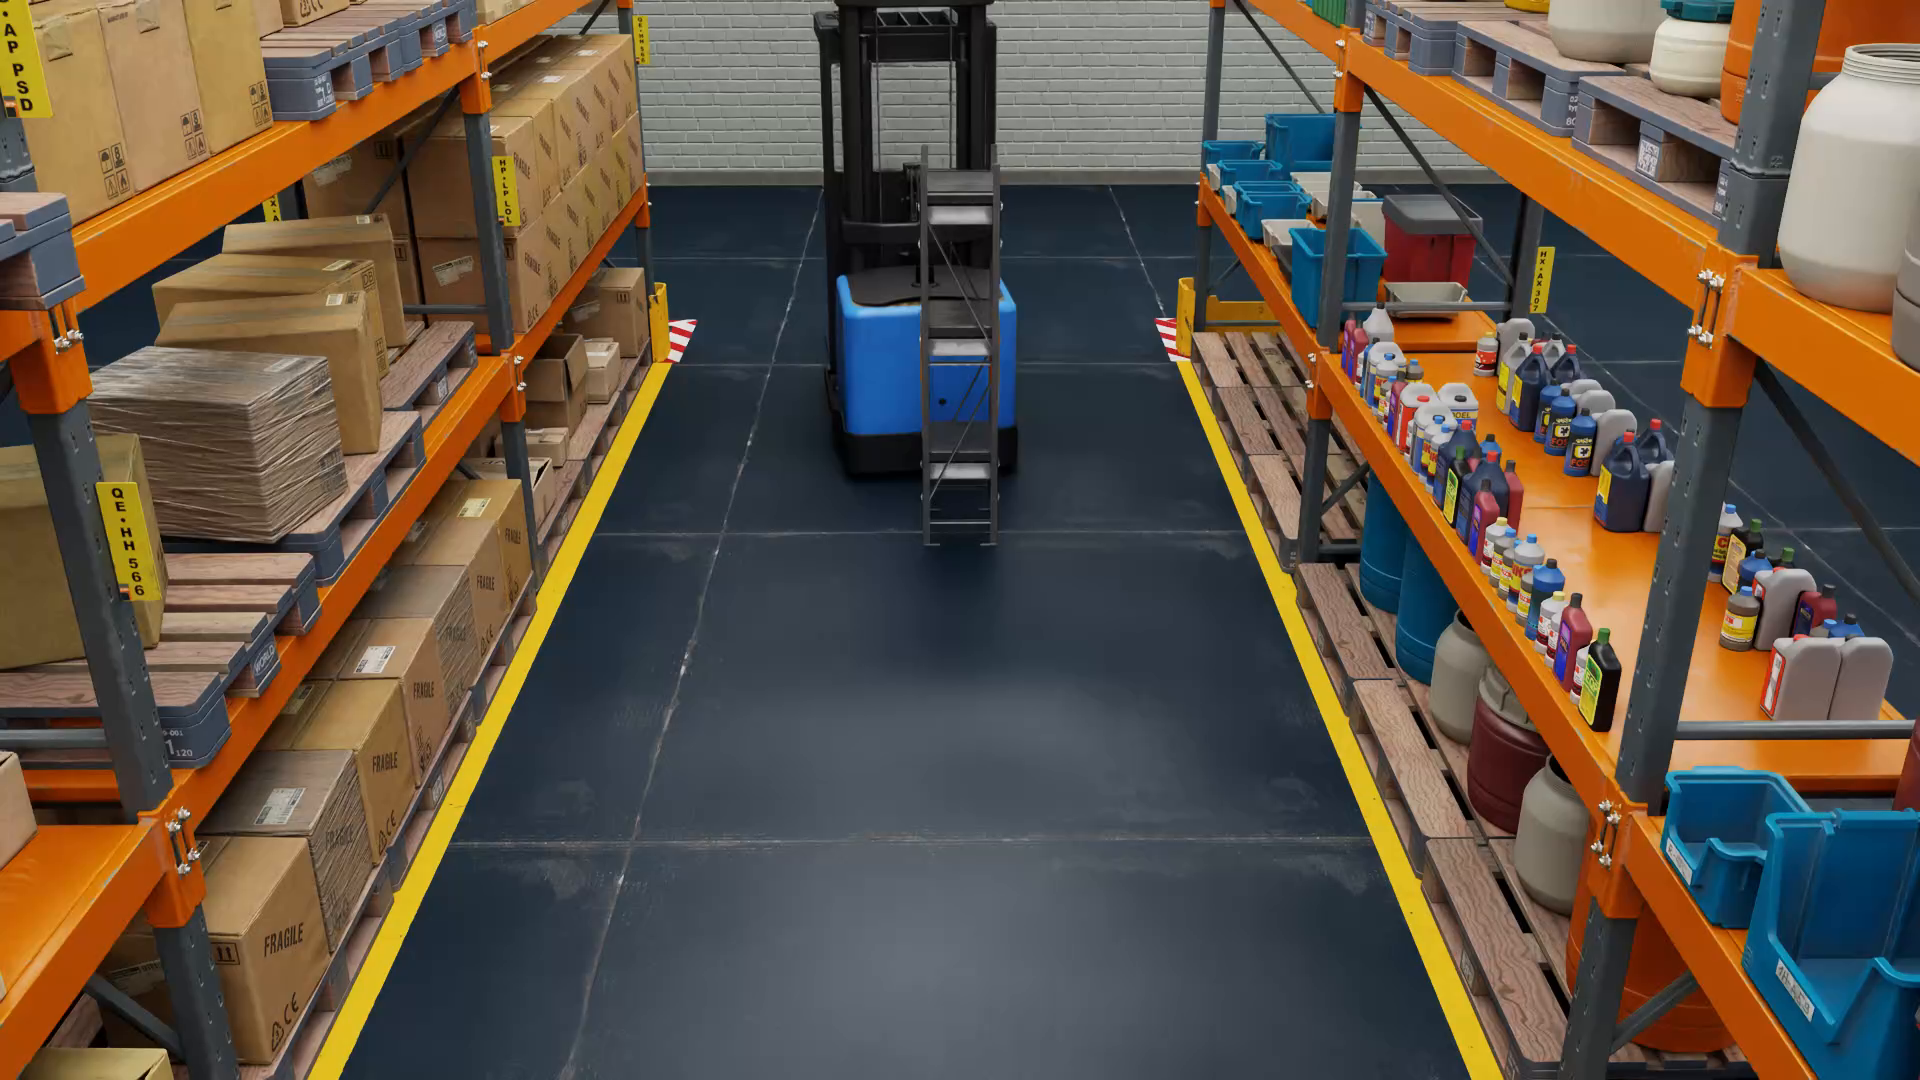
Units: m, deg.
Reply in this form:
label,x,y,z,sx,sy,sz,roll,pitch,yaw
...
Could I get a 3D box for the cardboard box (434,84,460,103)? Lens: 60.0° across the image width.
label,x,y,z,sx,sy,sz,roll,pitch,yaw
cardboard box,-2.970,-2.238,9.223,0.500,0.500,0.500,0,24,0

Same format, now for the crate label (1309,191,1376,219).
label,x,y,z,sx,sy,sz,roll,pitch,yaw
crate label,2.423,-2.117,10.539,0.396,0.136,0.243,0,24,-1

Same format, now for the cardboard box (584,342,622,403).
label,x,y,z,sx,sy,sz,roll,pitch,yaw
cardboard box,-2.503,-1.092,10.827,0.500,0.250,0.500,0,24,-1

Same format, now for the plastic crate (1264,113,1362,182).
label,x,y,z,sx,sy,sz,roll,pitch,yaw
plastic crate,2.407,-2.686,11.433,0.616,0.435,0.499,0,24,-1

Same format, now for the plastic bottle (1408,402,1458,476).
label,x,y,z,sx,sy,sz,roll,pitch,yaw
plastic bottle,1.897,-0.405,6.656,0.152,0.276,0.135,0,24,-1

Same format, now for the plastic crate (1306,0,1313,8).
label,x,y,z,sx,sy,sz,roll,pitch,yaw
plastic crate,1.932,-2.795,8.354,0.416,0.233,0.300,0,24,-1

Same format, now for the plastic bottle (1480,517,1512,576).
label,x,y,z,sx,sy,sz,roll,pitch,yaw
plastic bottle,1.880,0.019,5.808,0.097,0.201,0.097,0,24,0

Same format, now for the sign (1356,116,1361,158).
label,x,y,z,sx,sy,sz,roll,pitch,yaw
sign,2.767,-2.863,11.742,0.100,0.325,0.005,0,24,-1

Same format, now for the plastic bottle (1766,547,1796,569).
label,x,y,z,sx,sy,sz,roll,pitch,yaw
plastic bottle,2.662,0.144,5.432,0.061,0.283,0.133,0,24,-1

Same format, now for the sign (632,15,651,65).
label,x,y,z,sx,sy,sz,roll,pitch,yaw
sign,-2.181,-3.425,11.393,0.100,0.325,0.005,0,24,-1

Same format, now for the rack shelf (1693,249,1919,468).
label,x,y,z,sx,sy,sz,roll,pitch,yaw
rack shelf,2.326,0.302,2.175,1.077,0.370,4.000,0,24,-1

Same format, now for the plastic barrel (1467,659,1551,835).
label,x,y,z,sx,sy,sz,roll,pitch,yaw
plastic barrel,2.270,0.758,6.352,0.600,0.588,0.708,0,24,-1

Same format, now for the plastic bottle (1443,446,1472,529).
label,x,y,z,sx,sy,sz,roll,pitch,yaw
plastic bottle,1.857,-0.197,6.186,0.061,0.283,0.133,0,24,-1

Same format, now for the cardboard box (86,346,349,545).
label,x,y,z,sx,sy,sz,roll,pitch,yaw
cardboard box,-2.587,-0.336,5.722,0.700,0.500,0.500,4,25,9

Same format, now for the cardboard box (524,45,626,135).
label,x,y,z,sx,sy,sz,roll,pitch,yaw
cardboard box,-2.450,-2.870,10.620,0.500,0.500,0.500,0,24,1

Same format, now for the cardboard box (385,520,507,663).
label,x,y,z,sx,sy,sz,roll,pitch,yaw
cardboard box,-2.403,0.234,7.593,0.500,0.500,0.500,0,24,0

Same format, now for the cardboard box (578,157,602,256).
label,x,y,z,sx,sy,sz,roll,pitch,yaw
cardboard box,-2.445,-1.994,9.897,0.500,0.500,0.500,-1,24,-1

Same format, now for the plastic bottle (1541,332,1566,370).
label,x,y,z,sx,sy,sz,roll,pitch,yaw
plastic bottle,2.598,-0.731,7.287,0.144,0.351,0.185,0,24,-1

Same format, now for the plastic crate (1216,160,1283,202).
label,x,y,z,sx,sy,sz,roll,pitch,yaw
plastic crate,1.898,-2.356,10.950,0.416,0.233,0.300,0,24,-1

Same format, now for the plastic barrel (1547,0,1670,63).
label,x,y,z,sx,sy,sz,roll,pitch,yaw
plastic barrel,2.134,-1.833,5.348,0.433,0.535,0.433,0,24,0

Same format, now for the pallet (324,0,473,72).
label,x,y,z,sx,sy,sz,roll,pitch,yaw
pallet,-2.756,-2.123,6.891,1.213,0.211,1.003,0,24,-1

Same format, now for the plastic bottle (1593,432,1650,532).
label,x,y,z,sx,sy,sz,roll,pitch,yaw
plastic bottle,2.459,-0.221,6.159,0.144,0.351,0.185,0,24,-1

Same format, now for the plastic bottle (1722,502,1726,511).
label,x,y,z,sx,sy,sz,roll,pitch,yaw
plastic bottle,2.639,-0.033,5.839,0.097,0.271,0.097,0,24,0

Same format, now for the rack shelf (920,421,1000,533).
label,x,y,z,sx,sy,sz,roll,pitch,yaw
rack shelf,-0.002,-0.375,9.262,0.431,0.518,0.480,0,24,-1

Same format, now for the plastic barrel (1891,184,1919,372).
label,x,y,z,sx,sy,sz,roll,pitch,yaw
plastic barrel,2.096,-0.739,2.995,0.600,0.901,0.600,0,24,0

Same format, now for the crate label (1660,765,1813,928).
label,x,y,z,sx,sy,sz,roll,pitch,yaw
crate label,1.934,0.769,4.114,0.303,0.233,0.416,0,24,-1

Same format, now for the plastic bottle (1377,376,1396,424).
label,x,y,z,sx,sy,sz,roll,pitch,yaw
plastic bottle,1.864,-0.609,7.199,0.097,0.201,0.097,0,24,0

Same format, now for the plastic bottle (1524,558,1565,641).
label,x,y,z,sx,sy,sz,roll,pitch,yaw
plastic bottle,1.886,0.188,5.351,0.097,0.271,0.097,0,24,0

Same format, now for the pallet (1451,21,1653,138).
label,x,y,z,sx,sy,sz,roll,pitch,yaw
pallet,2.382,-1.622,5.785,1.003,0.211,1.213,0,24,-1

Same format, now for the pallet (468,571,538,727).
label,x,y,z,sx,sy,sz,roll,pitch,yaw
pallet,-2.646,0.495,7.899,1.003,0.211,1.213,0,24,-1

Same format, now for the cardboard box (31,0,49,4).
label,x,y,z,sx,sy,sz,roll,pitch,yaw
cardboard box,-2.653,-1.720,4.438,0.500,0.500,0.500,0,24,-1

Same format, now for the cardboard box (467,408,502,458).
label,x,y,z,sx,sy,sz,roll,pitch,yaw
cardboard box,-2.991,-0.628,9.728,0.500,0.311,0.500,0,24,-1

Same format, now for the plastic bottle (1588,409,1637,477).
label,x,y,z,sx,sy,sz,roll,pitch,yaw
plastic bottle,2.602,-0.404,6.655,0.152,0.276,0.135,0,24,-1

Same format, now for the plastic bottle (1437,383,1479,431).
label,x,y,z,sx,sy,sz,roll,pitch,yaw
plastic bottle,2.047,-0.501,6.869,0.152,0.276,0.135,0,24,-1

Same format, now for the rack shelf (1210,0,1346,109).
label,x,y,z,sx,sy,sz,roll,pitch,yaw
rack shelf,2.239,-2.994,9.463,1.077,0.370,4.000,0,24,-1

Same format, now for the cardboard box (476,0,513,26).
label,x,y,z,sx,sy,sz,roll,pitch,yaw
cardboard box,-2.450,-2.610,7.924,0.500,0.250,0.500,0,24,-1

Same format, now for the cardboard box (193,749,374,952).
label,x,y,z,sx,sy,sz,roll,pitch,yaw
cardboard box,-2.379,1.072,5.740,0.500,0.500,0.500,-1,24,-2

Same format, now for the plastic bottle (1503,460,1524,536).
label,x,y,z,sx,sy,sz,roll,pitch,yaw
plastic bottle,2.003,-0.142,6.066,0.061,0.283,0.133,0,24,-1

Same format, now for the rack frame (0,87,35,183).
label,x,y,z,sx,sy,sz,roll,pitch,yaw
rack frame,-2.649,-2.196,3.185,1.000,3.000,0.127,0,24,-1

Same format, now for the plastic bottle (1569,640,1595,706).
label,x,y,z,sx,sy,sz,roll,pitch,yaw
plastic bottle,1.890,0.395,4.977,0.097,0.201,0.097,0,24,0

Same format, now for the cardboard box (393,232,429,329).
label,x,y,z,sx,sy,sz,roll,pitch,yaw
cardboard box,-2.955,-1.361,8.498,0.500,0.500,0.500,0,24,0

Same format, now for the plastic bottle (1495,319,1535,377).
label,x,y,z,sx,sy,sz,roll,pitch,yaw
plastic bottle,2.588,-0.914,7.781,0.152,0.276,0.135,0,24,-1

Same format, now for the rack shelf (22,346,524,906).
label,x,y,z,sx,sy,sz,roll,pitch,yaw
rack shelf,-2.671,0.041,6.391,1.077,0.370,4.000,0,24,-1

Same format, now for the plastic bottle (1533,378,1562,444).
label,x,y,z,sx,sy,sz,roll,pitch,yaw
plastic bottle,2.473,-0.545,6.971,0.097,0.271,0.097,0,24,0

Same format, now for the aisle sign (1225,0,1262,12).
label,x,y,z,sx,sy,sz,roll,pitch,yaw
aisle sign,1.919,-3.992,11.282,0.394,0.787,0.004,0,24,-1

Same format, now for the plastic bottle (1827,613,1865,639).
label,x,y,z,sx,sy,sz,roll,pitch,yaw
plastic bottle,2.649,0.348,4.997,0.097,0.271,0.097,0,24,0

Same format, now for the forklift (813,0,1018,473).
label,x,y,z,sx,sy,sz,roll,pitch,yaw
forklift,-0.351,-2.313,10.807,1.130,2.935,3.031,-3,25,-7

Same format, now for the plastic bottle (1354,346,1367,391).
label,x,y,z,sx,sy,sz,roll,pitch,yaw
plastic bottle,1.859,-0.785,7.587,0.097,0.201,0.097,0,24,0

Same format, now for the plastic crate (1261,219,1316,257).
label,x,y,z,sx,sy,sz,roll,pitch,yaw
plastic crate,1.941,-1.755,9.737,0.293,0.136,0.466,0,24,-1

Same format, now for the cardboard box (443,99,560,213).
label,x,y,z,sx,sy,sz,roll,pitch,yaw
cardboard box,-2.422,-2.020,8.741,0.500,0.500,0.500,-1,24,-2

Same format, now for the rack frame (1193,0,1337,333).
label,x,y,z,sx,sy,sz,roll,pitch,yaw
rack frame,2.217,-2.779,11.756,1.000,3.000,0.127,0,24,-1

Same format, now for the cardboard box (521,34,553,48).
label,x,y,z,sx,sy,sz,roll,pitch,yaw
cardboard box,-2.995,-3.076,11.076,0.500,0.500,0.500,0,24,1

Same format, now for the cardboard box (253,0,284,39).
label,x,y,z,sx,sy,sz,roll,pitch,yaw
cardboard box,-2.743,-2.002,5.645,0.600,0.600,0.600,-1,24,-3

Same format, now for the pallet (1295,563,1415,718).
label,x,y,z,sx,sy,sz,roll,pitch,yaw
pallet,2.227,0.457,7.982,1.003,0.211,1.213,0,24,-1

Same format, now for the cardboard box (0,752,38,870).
label,x,y,z,sx,sy,sz,roll,pitch,yaw
cardboard box,-2.689,0.728,4.108,0.500,0.311,0.500,1,24,3

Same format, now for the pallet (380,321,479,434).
label,x,y,z,sx,sy,sz,roll,pitch,yaw
pallet,-2.793,-0.693,7.376,1.003,0.211,1.213,0,24,-1

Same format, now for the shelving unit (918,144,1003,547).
label,x,y,z,sx,sy,sz,roll,pitch,yaw
shelving unit,-0.002,-1.025,8.968,0.431,2.100,0.503,0,24,-1
